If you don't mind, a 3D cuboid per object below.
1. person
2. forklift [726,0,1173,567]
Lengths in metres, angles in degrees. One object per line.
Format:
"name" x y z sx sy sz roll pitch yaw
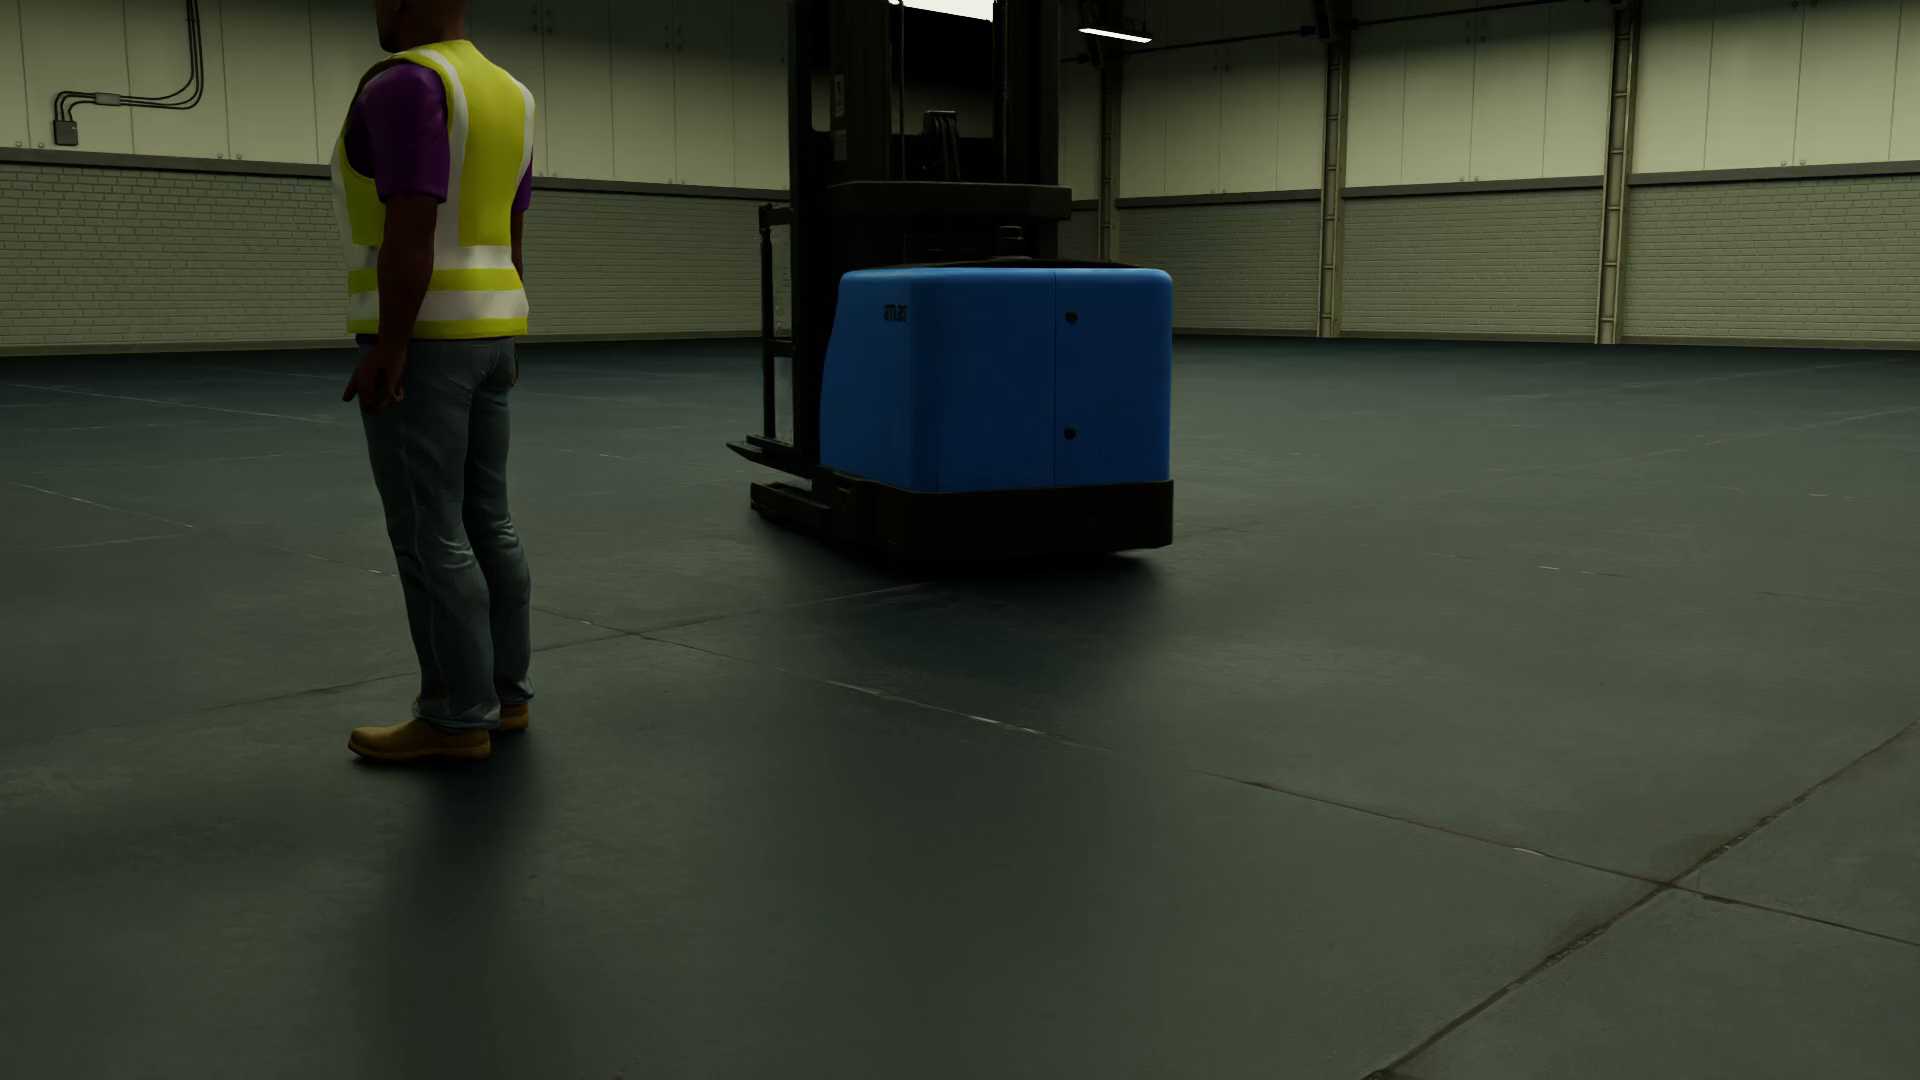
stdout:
"person" -1.137 -0.422 3.584 0.373 1.771 0.581 2 9 11
"forklift" -0.273 -1.534 7.062 1.130 2.935 3.031 -4 9 -23
